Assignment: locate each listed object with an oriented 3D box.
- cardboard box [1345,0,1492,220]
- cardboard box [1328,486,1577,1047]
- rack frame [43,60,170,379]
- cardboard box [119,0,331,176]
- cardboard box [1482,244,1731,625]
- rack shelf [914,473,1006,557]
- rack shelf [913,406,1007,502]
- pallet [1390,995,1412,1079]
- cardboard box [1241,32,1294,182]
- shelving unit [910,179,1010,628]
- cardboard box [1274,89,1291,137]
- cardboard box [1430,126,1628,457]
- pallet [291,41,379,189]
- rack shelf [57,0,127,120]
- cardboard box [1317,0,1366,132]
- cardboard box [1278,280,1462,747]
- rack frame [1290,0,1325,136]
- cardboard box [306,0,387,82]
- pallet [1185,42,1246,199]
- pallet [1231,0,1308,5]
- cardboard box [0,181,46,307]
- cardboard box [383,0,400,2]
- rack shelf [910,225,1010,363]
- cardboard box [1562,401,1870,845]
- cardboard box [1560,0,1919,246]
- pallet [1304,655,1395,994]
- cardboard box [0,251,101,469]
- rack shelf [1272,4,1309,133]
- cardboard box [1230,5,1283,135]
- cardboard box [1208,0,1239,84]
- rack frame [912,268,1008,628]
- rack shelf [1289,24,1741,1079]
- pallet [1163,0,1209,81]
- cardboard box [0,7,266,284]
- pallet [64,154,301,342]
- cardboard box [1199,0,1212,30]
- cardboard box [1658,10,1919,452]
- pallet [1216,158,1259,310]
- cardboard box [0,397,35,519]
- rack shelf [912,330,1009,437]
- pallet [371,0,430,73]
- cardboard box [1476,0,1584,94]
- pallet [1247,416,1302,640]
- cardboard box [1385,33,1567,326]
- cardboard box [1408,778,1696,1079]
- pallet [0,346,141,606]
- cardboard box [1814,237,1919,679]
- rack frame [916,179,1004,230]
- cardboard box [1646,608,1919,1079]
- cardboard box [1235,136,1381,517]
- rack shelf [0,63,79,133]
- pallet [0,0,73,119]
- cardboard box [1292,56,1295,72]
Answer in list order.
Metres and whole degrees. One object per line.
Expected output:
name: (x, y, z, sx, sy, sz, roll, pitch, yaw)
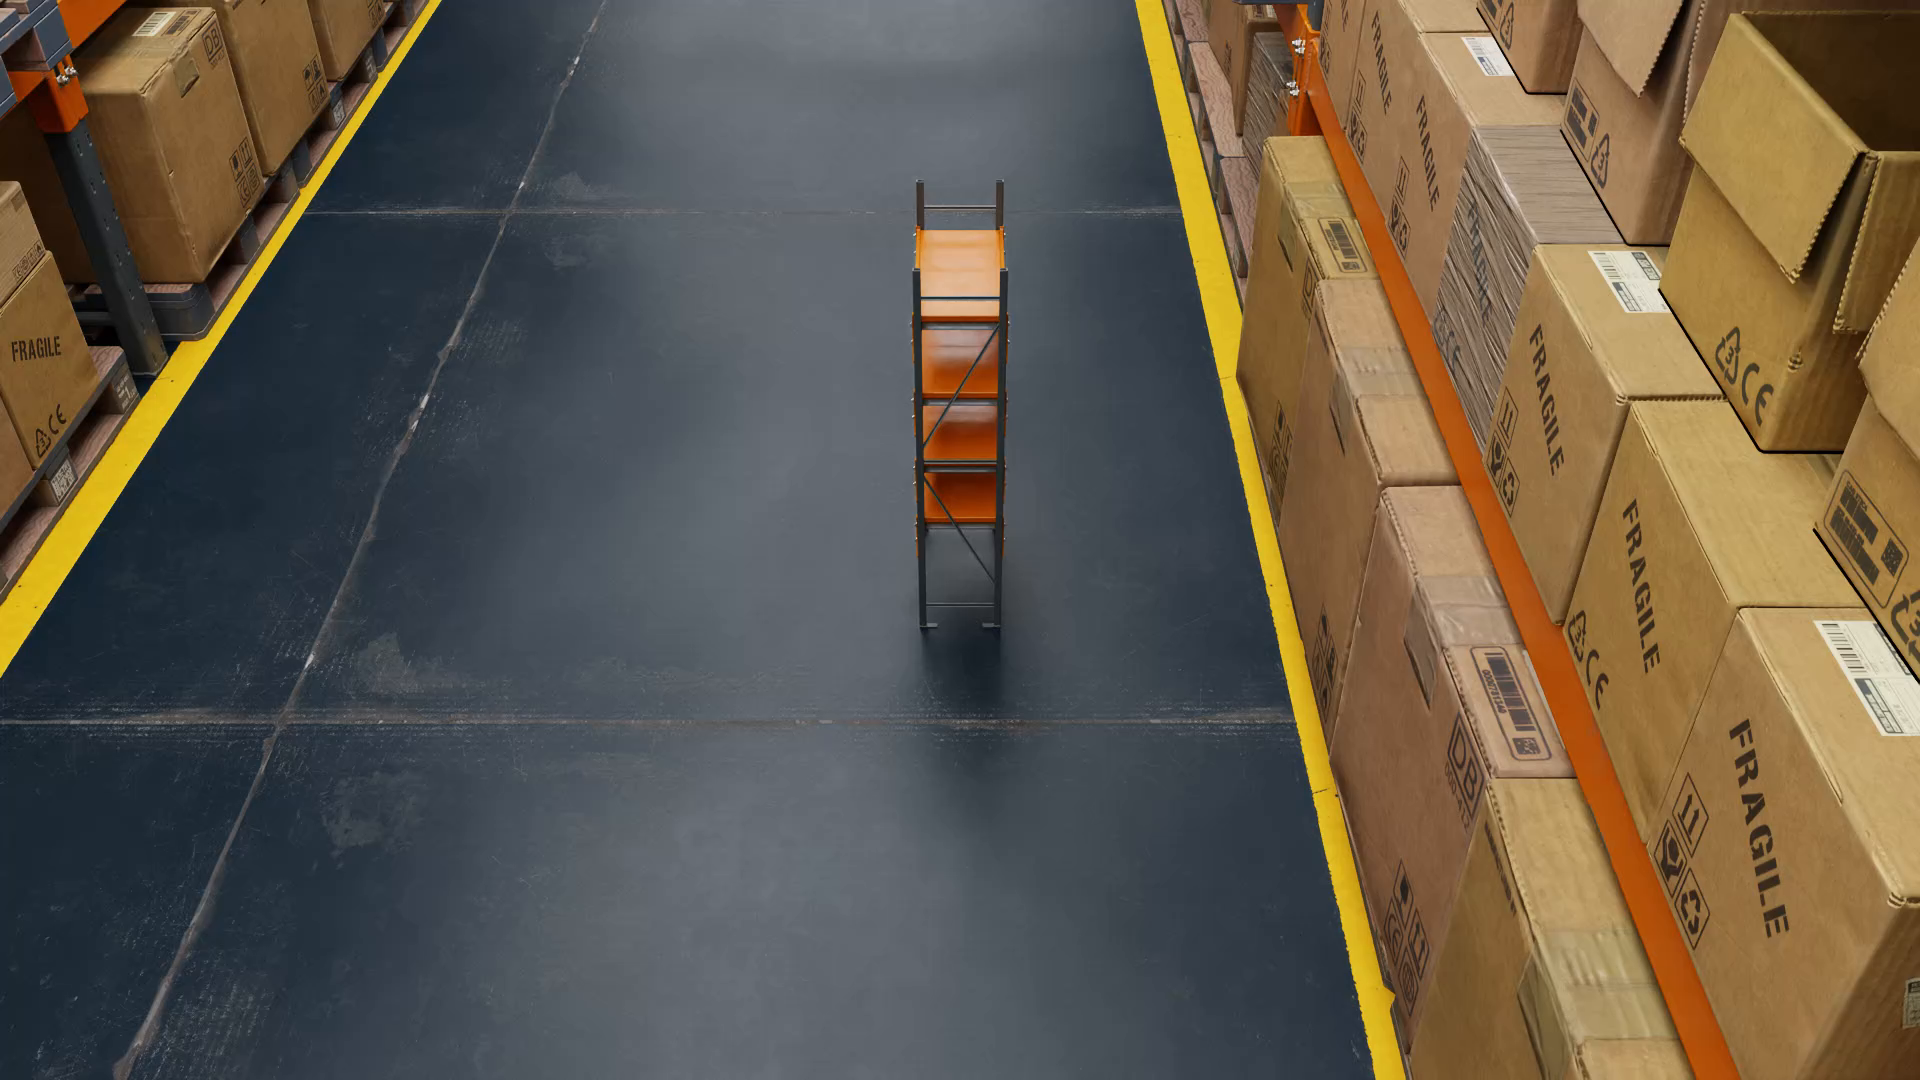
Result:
cardboard box: (1.307, -1.143, 4.197, 0.500, 0.500, 0.500, -1, 39, -1)
cardboard box: (1.558, 0.477, 3.619, 1.225, 0.875, 0.875, -1, 39, -2)
rack frame: (-3.384, -1.790, 5.085, 1.000, 3.000, 0.127, 0, 39, 0)
cardboard box: (-3.299, -2.003, 6.814, 1.050, 0.750, 0.750, 1, 39, 1)
cardboard box: (1.306, -0.196, 3.016, 0.500, 0.500, 0.500, 0, 39, -1)
rack shelf: (0.000, -0.157, 4.912, 0.258, 0.148, 0.480, 0, 39, 0)
rack shelf: (0.000, -0.312, 4.788, 0.258, 0.148, 0.480, 0, 39, 0)
pallet: (1.504, 1.377, 3.363, 1.003, 0.211, 1.213, 0, 39, 0)
cardboard box: (1.542, -1.692, 6.610, 0.700, 0.500, 0.500, -3, 39, -4)
shelving unit: (0.000, -0.365, 4.746, 0.258, 1.200, 0.503, 0, 39, 0)
cardboard box: (1.555, -1.345, 6.177, 0.700, 0.500, 0.500, -2, 39, -2)
cardboard box: (1.310, -0.510, 3.407, 0.500, 0.500, 0.500, 0, 39, 0)
pallet: (-3.308, -1.956, 7.522, 1.003, 0.211, 1.213, 0, 39, 0)
rack shelf: (-3.387, -2.760, 6.870, 1.077, 0.370, 4.000, 0, 39, 0)
cardboard box: (1.304, -1.465, 4.600, 0.500, 0.500, 0.500, 1, 39, 1)
cardboard box: (1.549, -0.076, 4.309, 1.225, 0.875, 0.875, 0, 39, 0)
rack frame: (1.576, -1.730, 5.010, 1.000, 3.000, 0.127, 0, 39, 0)
cardboard box: (-3.301, -2.586, 7.541, 1.050, 0.750, 0.750, 0, 39, 0)
pallet: (1.578, -1.892, 7.442, 1.003, 0.211, 1.213, 0, 39, 0)
pallet: (1.468, -2.101, 5.626, 1.213, 0.211, 1.003, 0, 39, 0)
cardboard box: (-3.121, -0.843, 4.967, 0.500, 0.250, 0.500, -1, 39, -1)
cardboard box: (-3.298, -3.189, 8.294, 1.050, 0.750, 0.750, 0, 39, 0)
rack shelf: (0.000, -0.671, 4.500, 0.258, 0.148, 0.480, 0, 39, 0)
cardboard box: (1.313, 0.130, 2.609, 0.500, 0.500, 0.500, 1, 39, 1)
cardboard box: (1.566, -0.877, 3.063, 0.797, 0.503, 0.637, 1, 39, 1)
pallet: (1.500, 0.612, 4.317, 1.003, 0.211, 1.213, 0, 39, 0)
cardboard box: (-3.122, -0.567, 5.222, 0.500, 0.500, 0.500, 0, 39, 0)
rack shelf: (1.573, -2.700, 6.796, 1.077, 0.370, 4.000, 0, 39, 0)
cardboard box: (1.534, -2.047, 7.053, 0.700, 0.500, 0.500, 3, 39, 4)
cardboard box: (1.533, -2.396, 7.488, 0.700, 0.500, 0.500, -3, 39, -4)
rack frame: (0.000, -0.212, 4.555, 0.240, 1.200, 0.015, 0, 39, 0)
rack shelf: (1.578, -0.199, 3.675, 1.077, 0.370, 4.000, 0, 39, 0)
pallet: (1.574, -2.657, 8.396, 1.003, 0.211, 1.213, 0, 39, 0)
cardboard box: (-3.295, -1.457, 6.132, 1.050, 0.750, 0.750, -1, 39, -1)
pallet: (-3.310, -1.195, 6.572, 1.003, 0.211, 1.213, 0, 39, 0)
cardboard box: (1.532, -2.746, 7.924, 0.700, 0.500, 0.500, 0, 39, 0)
cardboard box: (1.582, -0.488, 2.578, 0.797, 0.503, 0.637, 0, 39, 0)
pallet: (1.576, -1.131, 6.492, 1.003, 0.211, 1.213, 0, 39, 0)
cardboard box: (-3.125, -0.242, 4.817, 0.500, 0.500, 0.500, 1, 39, 2)
rack shelf: (0.000, -0.487, 4.648, 0.258, 0.148, 0.480, 0, 39, 0)
pallet: (-3.313, -2.721, 8.476, 1.003, 0.211, 1.213, 0, 39, 0)
cardboard box: (1.558, -1.296, 3.586, 0.797, 0.503, 0.637, 1, 39, 1)
pallet: (1.501, -0.149, 5.267, 1.003, 0.211, 1.213, 0, 39, 0)
cardboard box: (1.311, -0.822, 3.797, 0.500, 0.500, 0.500, -1, 39, -1)
cardboard box: (1.560, 1.036, 2.922, 1.225, 0.875, 0.875, 0, 39, 0)
pallet: (-3.385, -0.213, 5.347, 1.003, 0.211, 1.213, 0, 39, 0)
cardboard box: (1.571, -0.059, 2.042, 0.797, 0.503, 0.637, -1, 39, -1)
rack frame: (0.000, -0.517, 4.936, 0.240, 1.200, 0.015, 0, 39, 0)
cardboard box: (1.307, 0.440, 2.222, 0.500, 0.500, 0.500, 0, 39, 0)
cardboard box: (1.556, -0.633, 5.005, 1.225, 0.875, 0.875, -2, 39, -2)
rack shelf: (-3.382, -0.258, 3.749, 1.077, 0.370, 4.000, 0, 39, 0)
pallet: (-3.277, -1.269, 4.589, 1.213, 0.211, 1.003, 0, 39, 0)
cardboard box: (1.534, -1.970, 6.357, 0.500, 0.250, 0.500, 4, 39, 5)
